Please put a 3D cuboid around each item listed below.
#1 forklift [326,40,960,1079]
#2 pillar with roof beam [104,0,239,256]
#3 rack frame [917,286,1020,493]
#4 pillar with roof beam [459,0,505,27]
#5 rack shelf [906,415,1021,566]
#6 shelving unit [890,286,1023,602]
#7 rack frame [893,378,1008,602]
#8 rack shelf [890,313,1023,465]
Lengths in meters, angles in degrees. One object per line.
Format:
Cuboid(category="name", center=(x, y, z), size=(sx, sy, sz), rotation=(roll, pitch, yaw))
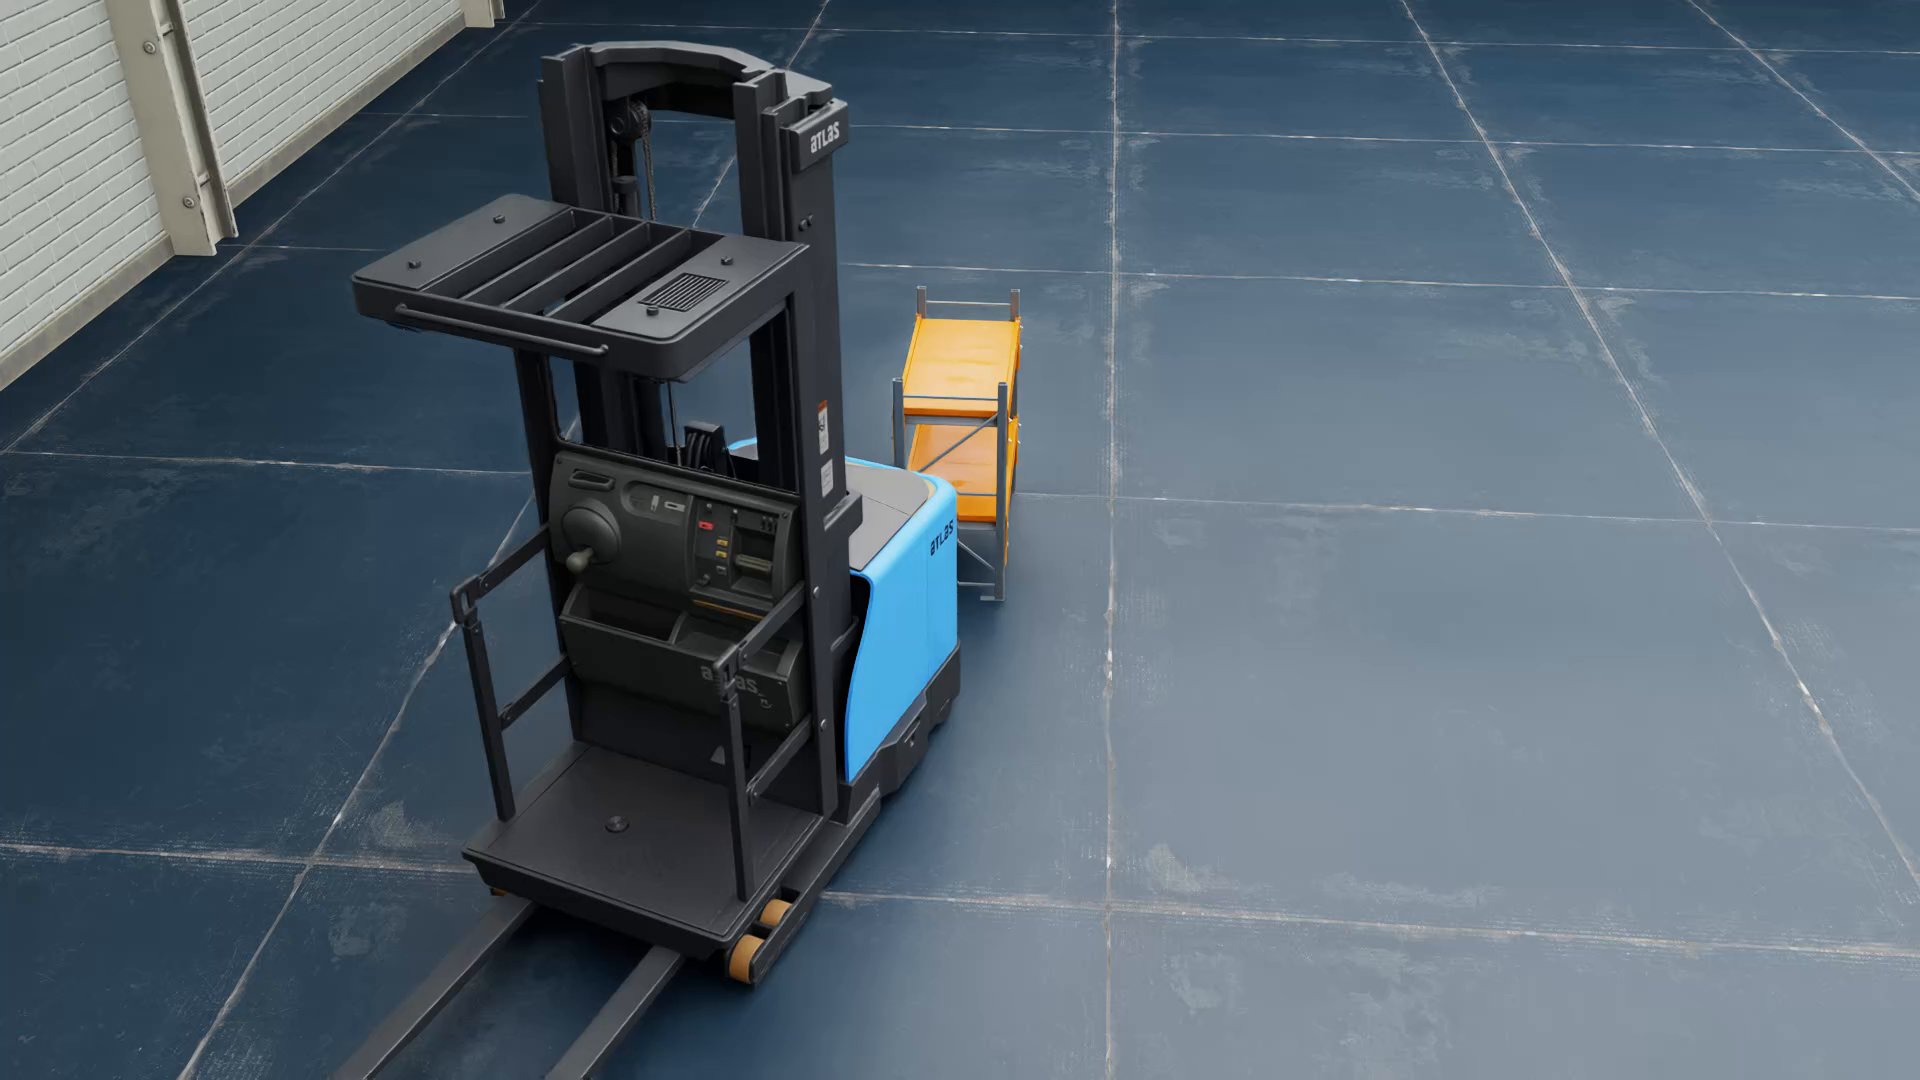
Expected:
Cuboid(category="forklift", center=(-1.063, 0.029, 5.409), size=(1.130, 2.935, 3.031), rotation=(13, 34, 20))
Cuboid(category="pillar with roof beam", center=(-0.973, -5.708, 8.935), size=(9.100, 9.000, 0.400), rotation=(2, 32, 4))
Cuboid(category="rack frame", center=(0.041, -0.741, 8.380), size=(0.500, 1.125, 0.032), rotation=(2, 32, 4))
Cuboid(category="pillar with roof beam", center=(-0.485, -8.845, 14.026), size=(9.100, 9.000, 0.400), rotation=(2, 32, 4))
Cuboid(category="rack shelf", center=(-0.001, -0.267, 8.077), size=(0.538, 0.278, 1.000), rotation=(2, 32, 4))
Cuboid(category="shelving unit", center=(-0.001, -0.475, 7.949), size=(0.538, 1.125, 1.048), rotation=(2, 32, 4))
Cuboid(category="rack frame", center=(-0.042, -0.210, 7.518), size=(0.500, 1.125, 0.032), rotation=(2, 32, 4))
Cuboid(category="rack shelf", center=(-0.001, -0.725, 7.796), size=(0.538, 0.278, 1.000), rotation=(2, 32, 4))
